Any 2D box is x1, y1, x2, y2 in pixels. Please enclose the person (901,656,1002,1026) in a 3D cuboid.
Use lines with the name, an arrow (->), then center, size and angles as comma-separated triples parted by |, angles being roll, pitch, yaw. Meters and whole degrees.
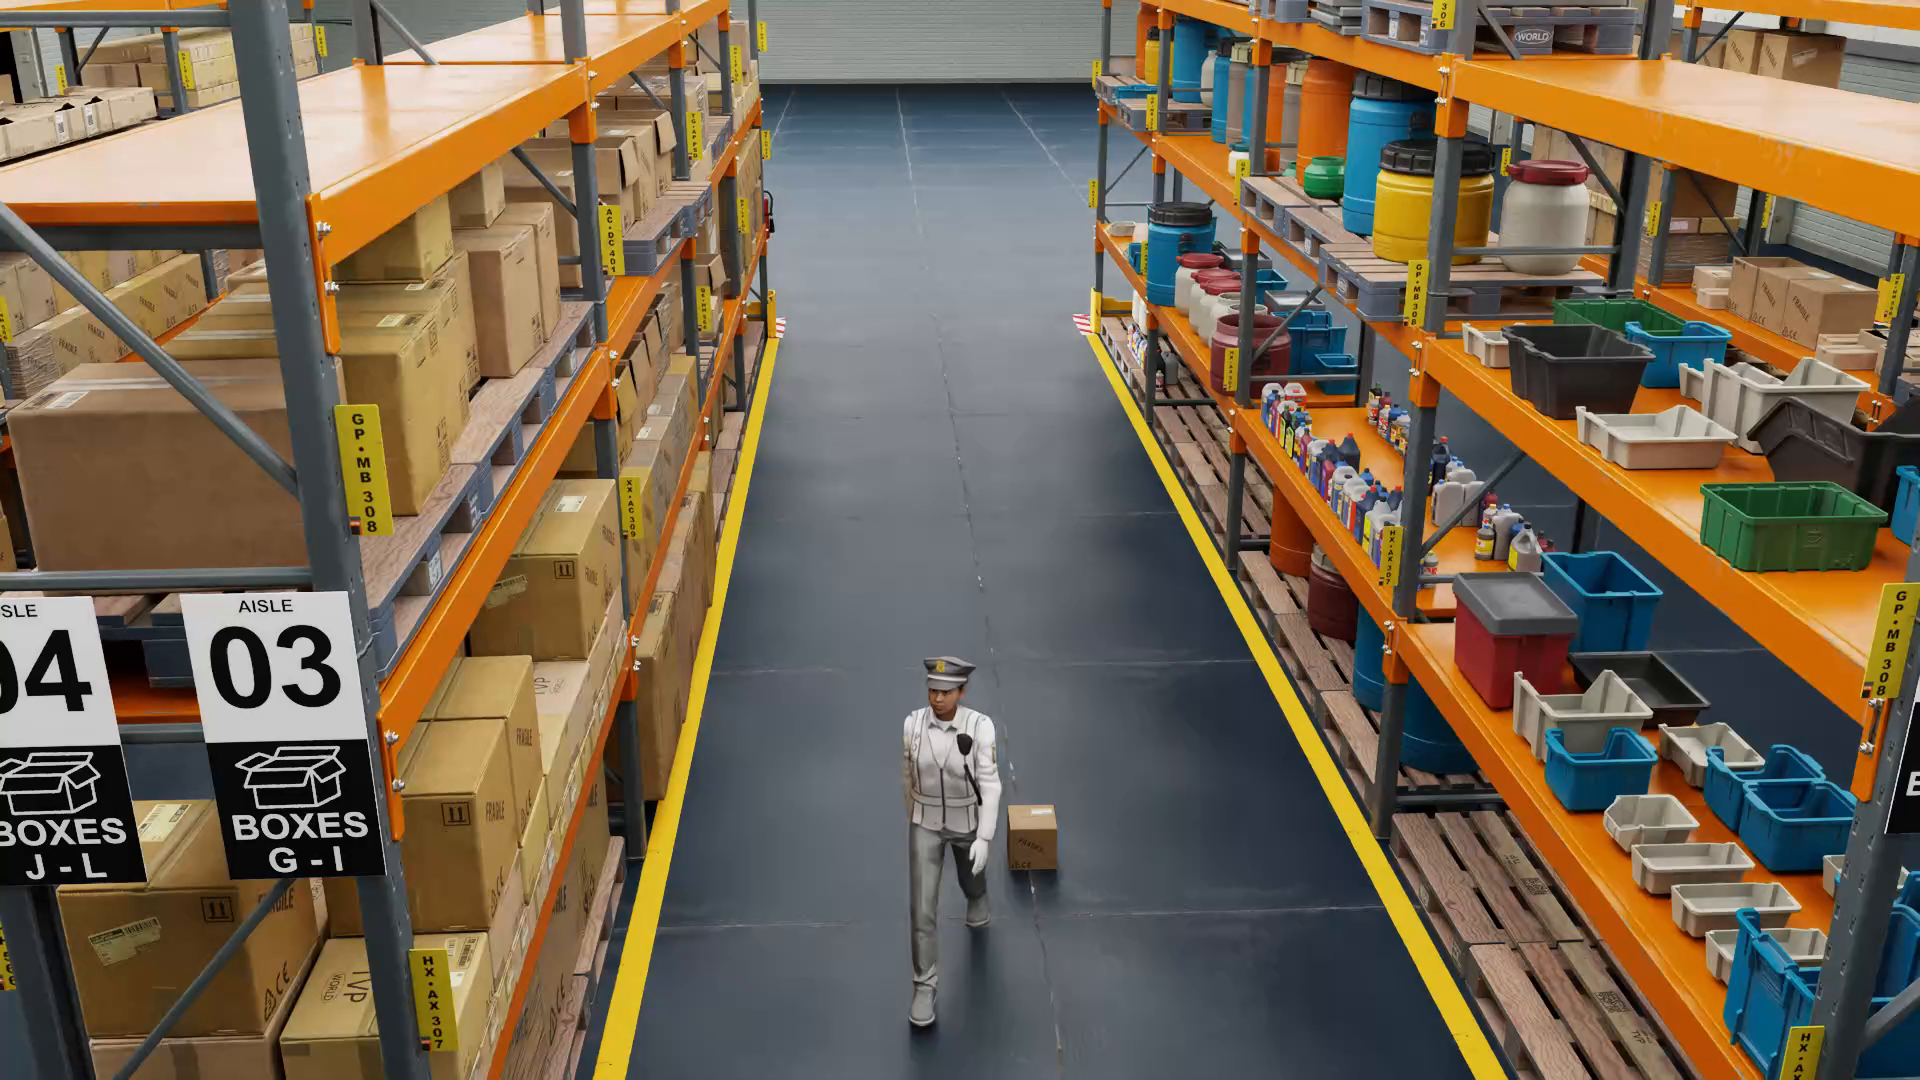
person -> -0.045, 1.276, 7.620 | 0.479, 1.637, 0.990 | 2, 21, 6
